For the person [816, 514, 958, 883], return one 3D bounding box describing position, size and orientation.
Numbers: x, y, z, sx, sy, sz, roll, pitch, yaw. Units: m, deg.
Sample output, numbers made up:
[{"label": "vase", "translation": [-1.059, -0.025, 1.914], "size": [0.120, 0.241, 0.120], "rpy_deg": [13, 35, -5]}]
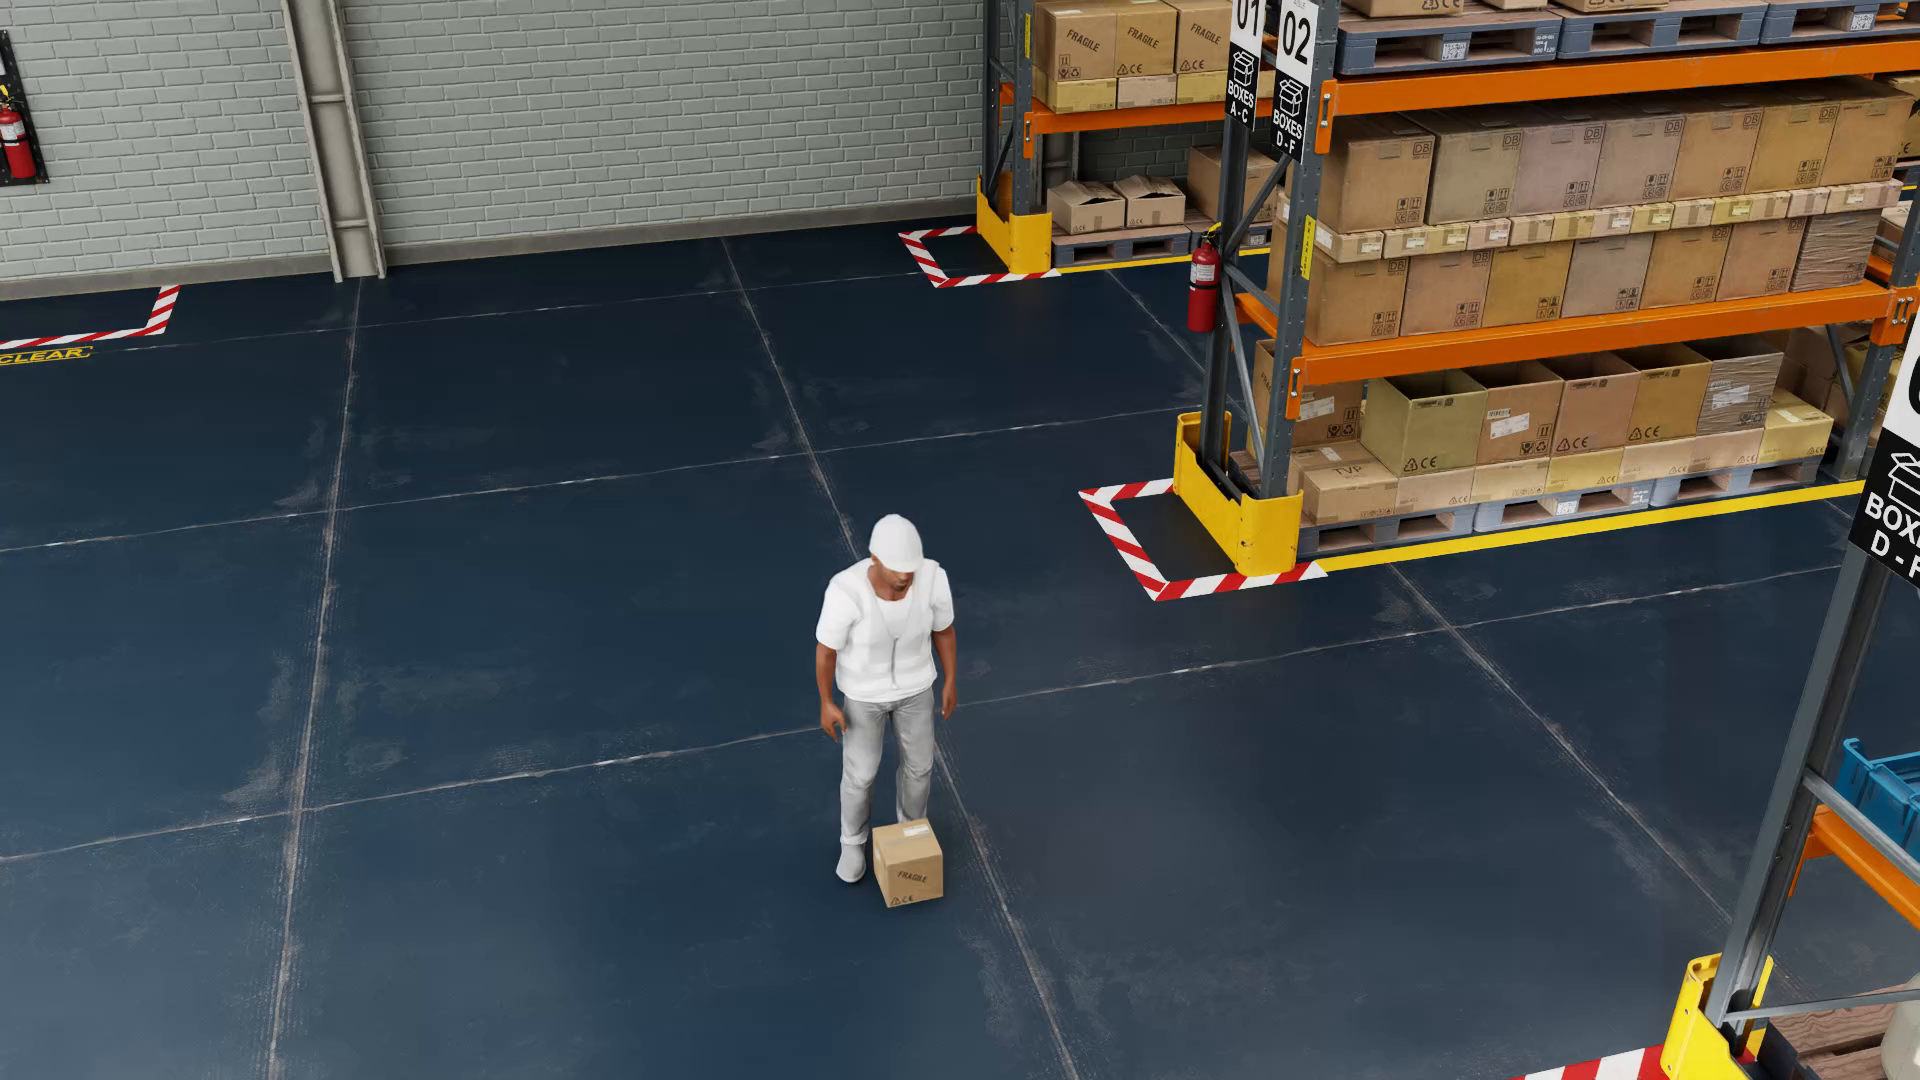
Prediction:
[{"label": "person", "translation": [-0.298, 0.651, 7.100], "size": [0.625, 1.759, 0.463], "rpy_deg": [-9, 31, -15]}]
